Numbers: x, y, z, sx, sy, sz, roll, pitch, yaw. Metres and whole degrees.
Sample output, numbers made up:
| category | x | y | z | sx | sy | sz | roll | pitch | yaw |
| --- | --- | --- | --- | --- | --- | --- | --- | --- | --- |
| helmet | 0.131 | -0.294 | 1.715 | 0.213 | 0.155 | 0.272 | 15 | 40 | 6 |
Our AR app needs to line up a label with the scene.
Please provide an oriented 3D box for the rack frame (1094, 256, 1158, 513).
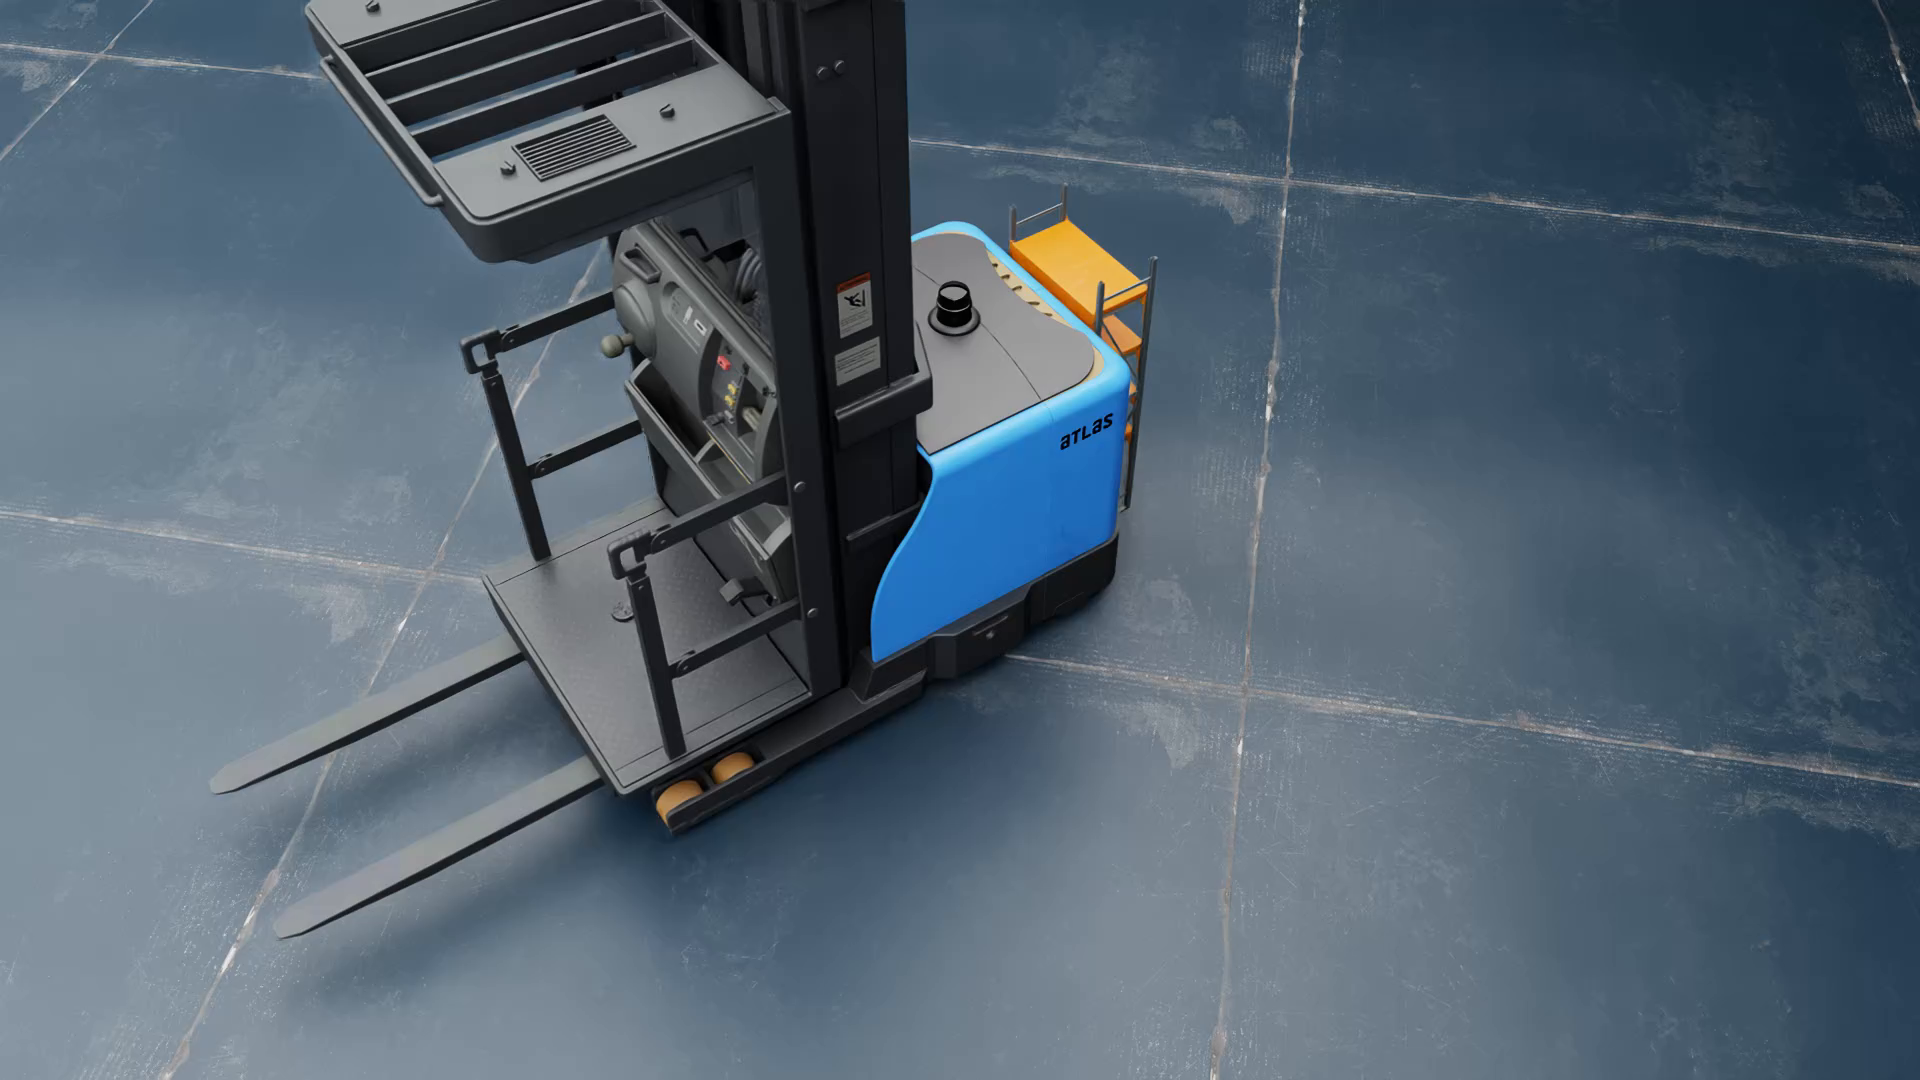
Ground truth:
| category | x | y | z | sx | sy | sz | roll | pitch | yaw |
| --- | --- | --- | --- | --- | --- | --- | --- | --- | --- |
| rack frame | 0.549 | -0.480 | 5.875 | 0.240 | 1.200 | 0.015 | -27 | 54 | -22 |

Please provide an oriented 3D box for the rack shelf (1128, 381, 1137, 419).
| category | x | y | z | sx | sy | sz | roll | pitch | yaw |
| --- | --- | --- | --- | --- | --- | --- | --- | --- | --- |
| rack shelf | 0.410 | -0.584 | 6.059 | 0.258 | 0.148 | 0.480 | -27 | 54 | -22 |

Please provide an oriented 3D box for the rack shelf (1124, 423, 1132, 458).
| category | x | y | z | sx | sy | sz | roll | pitch | yaw |
| --- | --- | --- | --- | --- | --- | --- | --- | --- | --- |
| rack shelf | 0.410 | -0.452 | 6.207 | 0.258 | 0.148 | 0.480 | -27 | 54 | -22 |

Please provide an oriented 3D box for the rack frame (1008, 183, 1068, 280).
| category | x | y | z | sx | sy | sz | roll | pitch | yaw |
| --- | --- | --- | --- | --- | --- | --- | --- | --- | --- |
| rack frame | 0.271 | -0.779 | 6.143 | 0.240 | 1.200 | 0.015 | -27 | 54 | -22 |

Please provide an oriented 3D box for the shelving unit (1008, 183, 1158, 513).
| category | x | y | z | sx | sy | sz | roll | pitch | yaw |
| --- | --- | --- | --- | --- | --- | --- | --- | --- | --- |
| shelving unit | 0.410 | -0.629 | 6.009 | 0.258 | 1.200 | 0.503 | -27 | 54 | -22 |

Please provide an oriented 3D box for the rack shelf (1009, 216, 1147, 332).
| category | x | y | z | sx | sy | sz | roll | pitch | yaw |
| --- | --- | --- | --- | --- | --- | --- | --- | --- | --- |
| rack shelf | 0.410 | -0.892 | 5.717 | 0.258 | 0.148 | 0.480 | -27 | 54 | -22 |

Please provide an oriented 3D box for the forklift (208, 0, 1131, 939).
| category | x | y | z | sx | sy | sz | roll | pitch | yaw |
| --- | --- | --- | --- | --- | --- | --- | --- | --- | --- |
| forklift | -0.942 | -0.493 | 4.722 | 3.031 | 2.935 | 1.130 | -27 | 53 | -22 |

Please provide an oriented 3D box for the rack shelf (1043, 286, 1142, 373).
| category | x | y | z | sx | sy | sz | roll | pitch | yaw |
| --- | --- | --- | --- | --- | --- | --- | --- | --- | --- |
| rack shelf | 0.410 | -0.734 | 5.893 | 0.258 | 0.148 | 0.480 | -27 | 54 | -22 |
